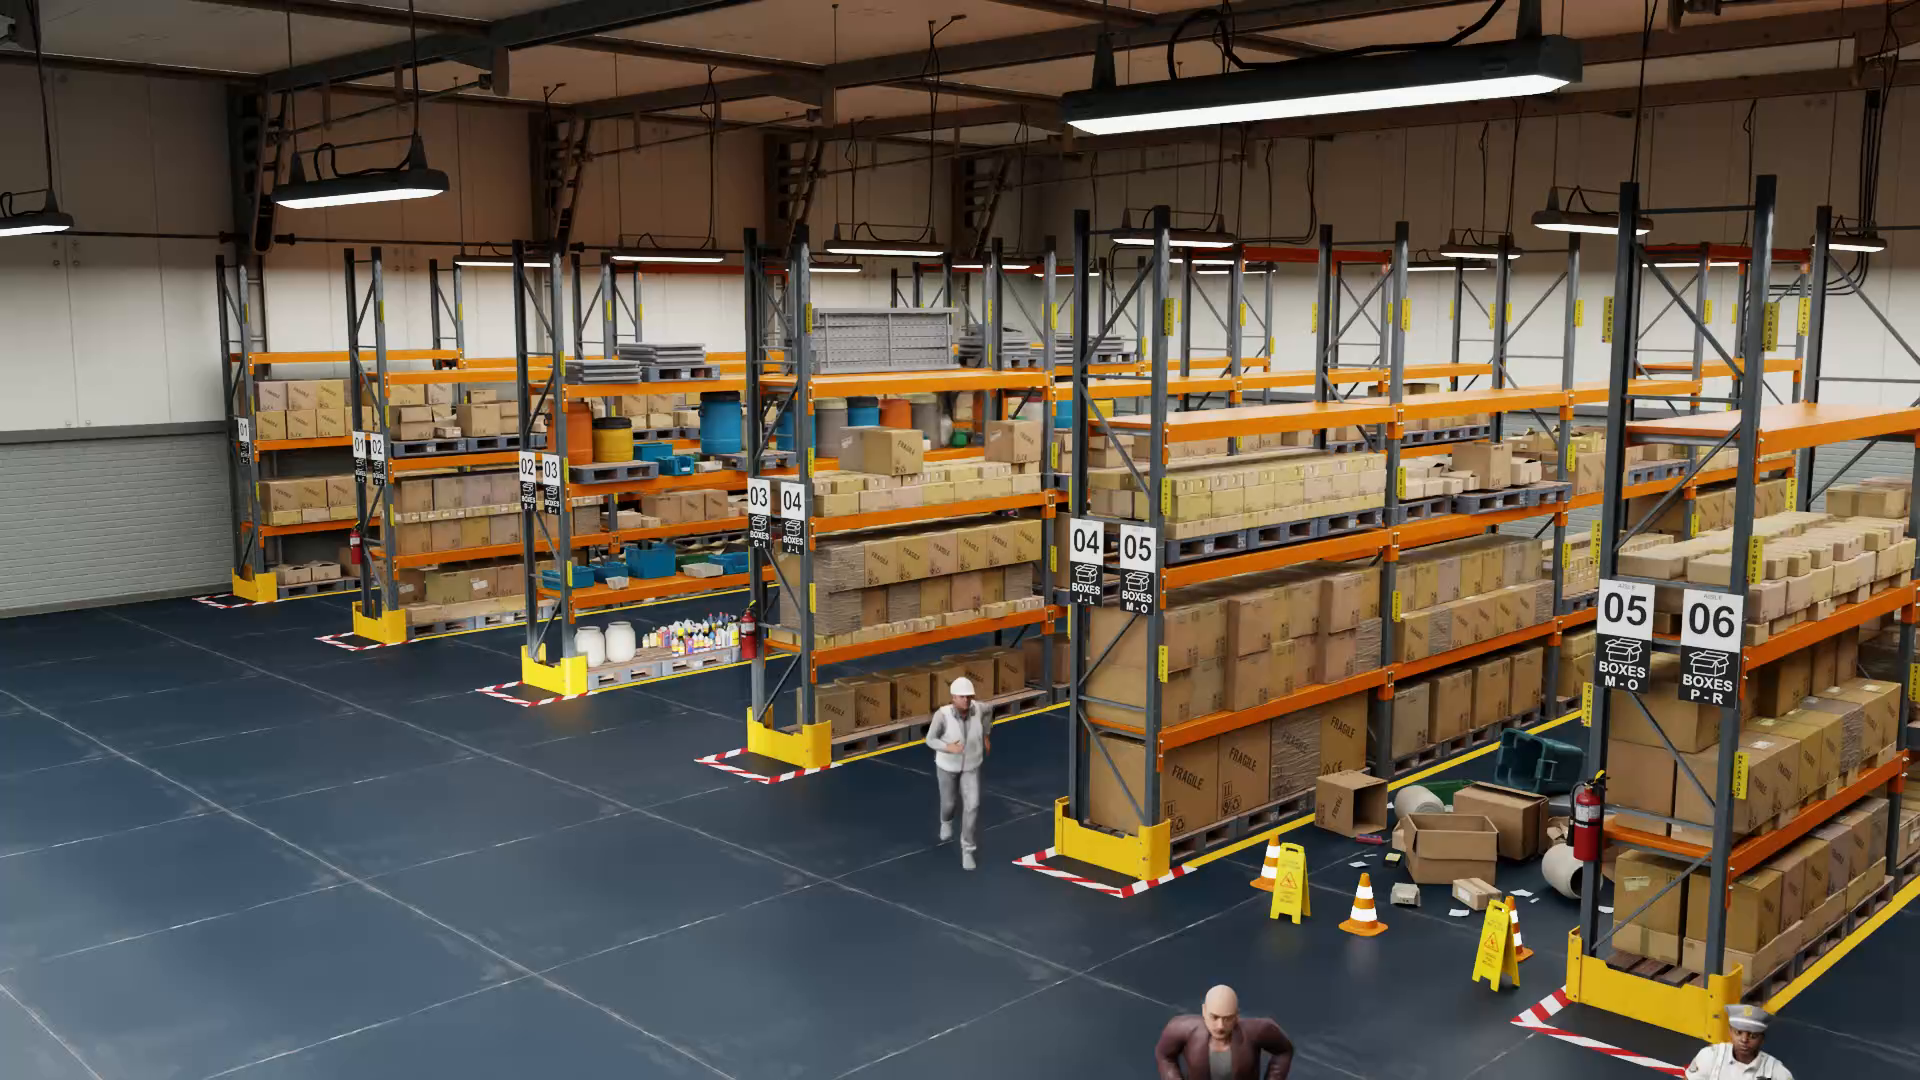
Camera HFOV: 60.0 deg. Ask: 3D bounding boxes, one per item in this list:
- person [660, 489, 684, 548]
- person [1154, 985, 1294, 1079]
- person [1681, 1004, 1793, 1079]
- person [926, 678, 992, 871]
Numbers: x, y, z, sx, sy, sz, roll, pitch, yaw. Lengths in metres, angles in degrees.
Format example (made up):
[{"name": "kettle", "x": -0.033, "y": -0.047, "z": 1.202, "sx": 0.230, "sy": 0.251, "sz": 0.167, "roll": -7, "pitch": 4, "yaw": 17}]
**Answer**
[{"name": "person", "x": -5.692, "y": -0.226, "z": 32.550, "sx": 0.564, "sy": 1.592, "sz": 0.921, "roll": 5, "pitch": 10, "yaw": 32}, {"name": "person", "x": 1.407, "y": 3.091, "z": 8.951, "sx": 0.731, "sy": 1.737, "sz": 1.031, "roll": 1, "pitch": 8, "yaw": 7}, {"name": "person", "x": 3.991, "y": 3.165, "z": 8.565, "sx": 0.588, "sy": 1.650, "sz": 0.564, "roll": 5, "pitch": 9, "yaw": 31}, {"name": "person", "x": -0.013, "y": 2.128, "z": 15.585, "sx": 0.689, "sy": 1.803, "sz": 0.962, "roll": -2, "pitch": 8, "yaw": -13}]
